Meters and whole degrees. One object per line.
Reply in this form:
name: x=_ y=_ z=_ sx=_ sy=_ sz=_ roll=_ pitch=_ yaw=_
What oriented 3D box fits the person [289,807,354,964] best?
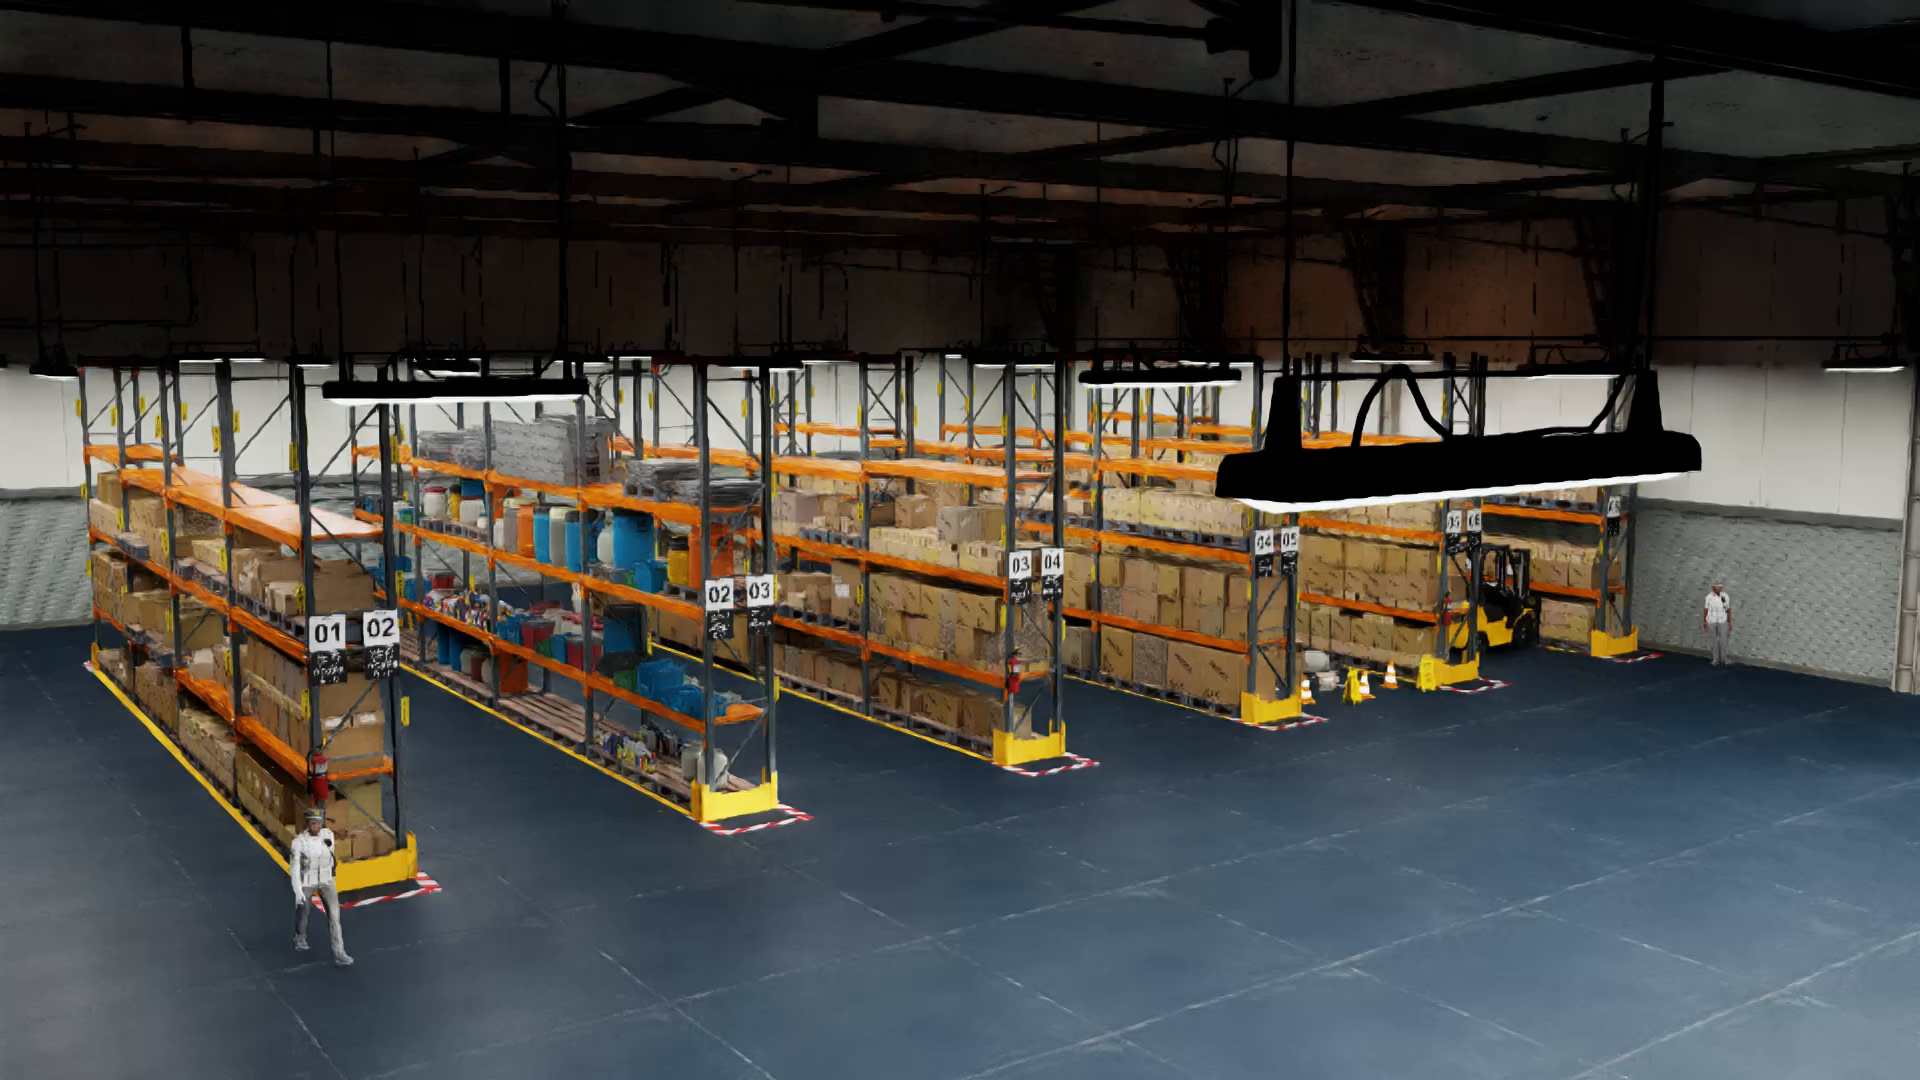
person: x=-6.556 y=3.474 z=16.909 sx=0.498 sy=1.585 sz=1.075 roll=-5 pitch=9 yaw=-37

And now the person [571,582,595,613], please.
person: x=-8.001 y=1.245 z=35.381 sx=0.481 sy=1.580 sz=1.093 roll=-4 pitch=8 yaw=-32

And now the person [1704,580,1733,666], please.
person: x=14.697 y=1.598 z=32.174 sx=0.568 sy=1.670 sz=0.401 roll=3 pitch=8 yaw=25
